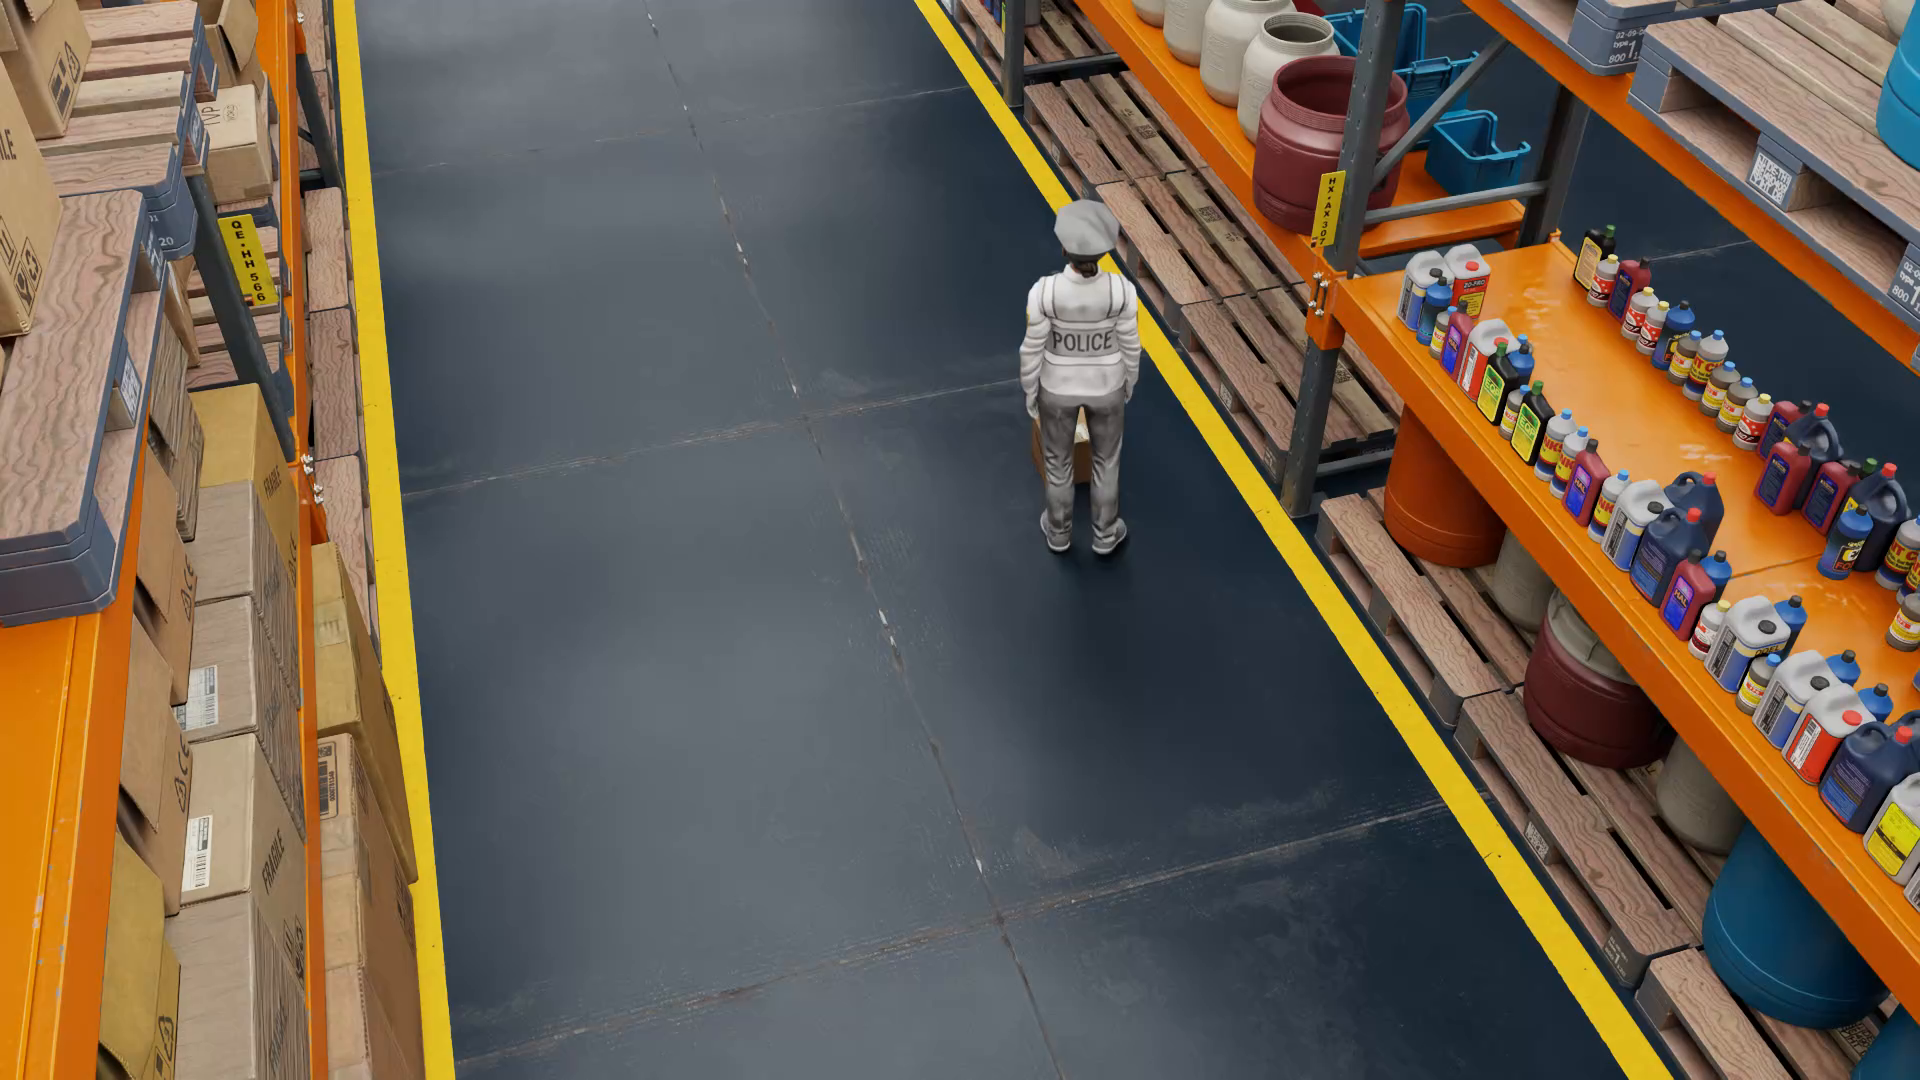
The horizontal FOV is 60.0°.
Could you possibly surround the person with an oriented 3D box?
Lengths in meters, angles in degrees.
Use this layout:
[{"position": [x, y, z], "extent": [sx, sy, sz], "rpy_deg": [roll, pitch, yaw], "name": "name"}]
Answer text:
[{"position": [0.489, -0.624, 6.811], "extent": [0.506, 1.715, 0.359], "rpy_deg": [0, 42, 0], "name": "person"}]
